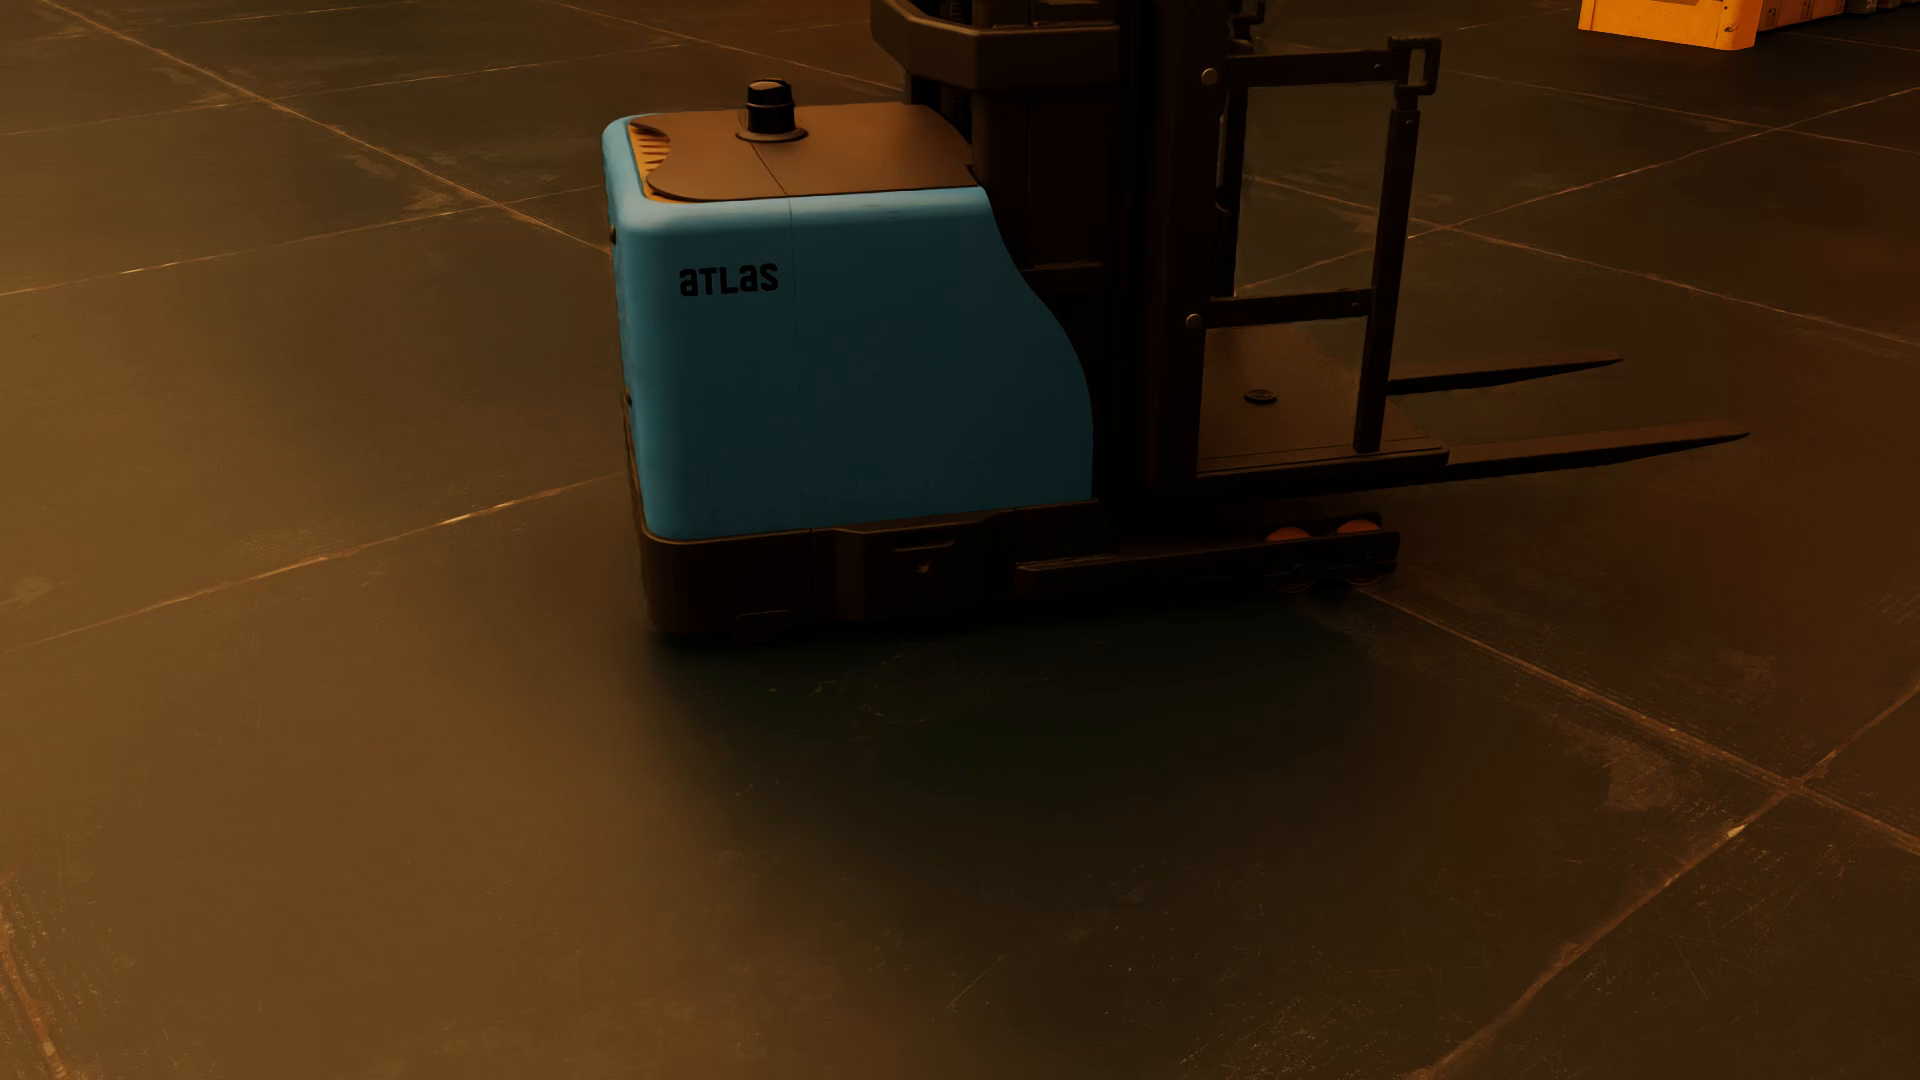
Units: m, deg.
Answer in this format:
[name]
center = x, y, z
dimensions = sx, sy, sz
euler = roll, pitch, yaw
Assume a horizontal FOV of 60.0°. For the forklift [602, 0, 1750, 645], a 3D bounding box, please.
[forklift]
center = 0.638, -1.399, 4.023
dimensions = 3.031, 2.935, 1.130
euler = -6, 27, -12
